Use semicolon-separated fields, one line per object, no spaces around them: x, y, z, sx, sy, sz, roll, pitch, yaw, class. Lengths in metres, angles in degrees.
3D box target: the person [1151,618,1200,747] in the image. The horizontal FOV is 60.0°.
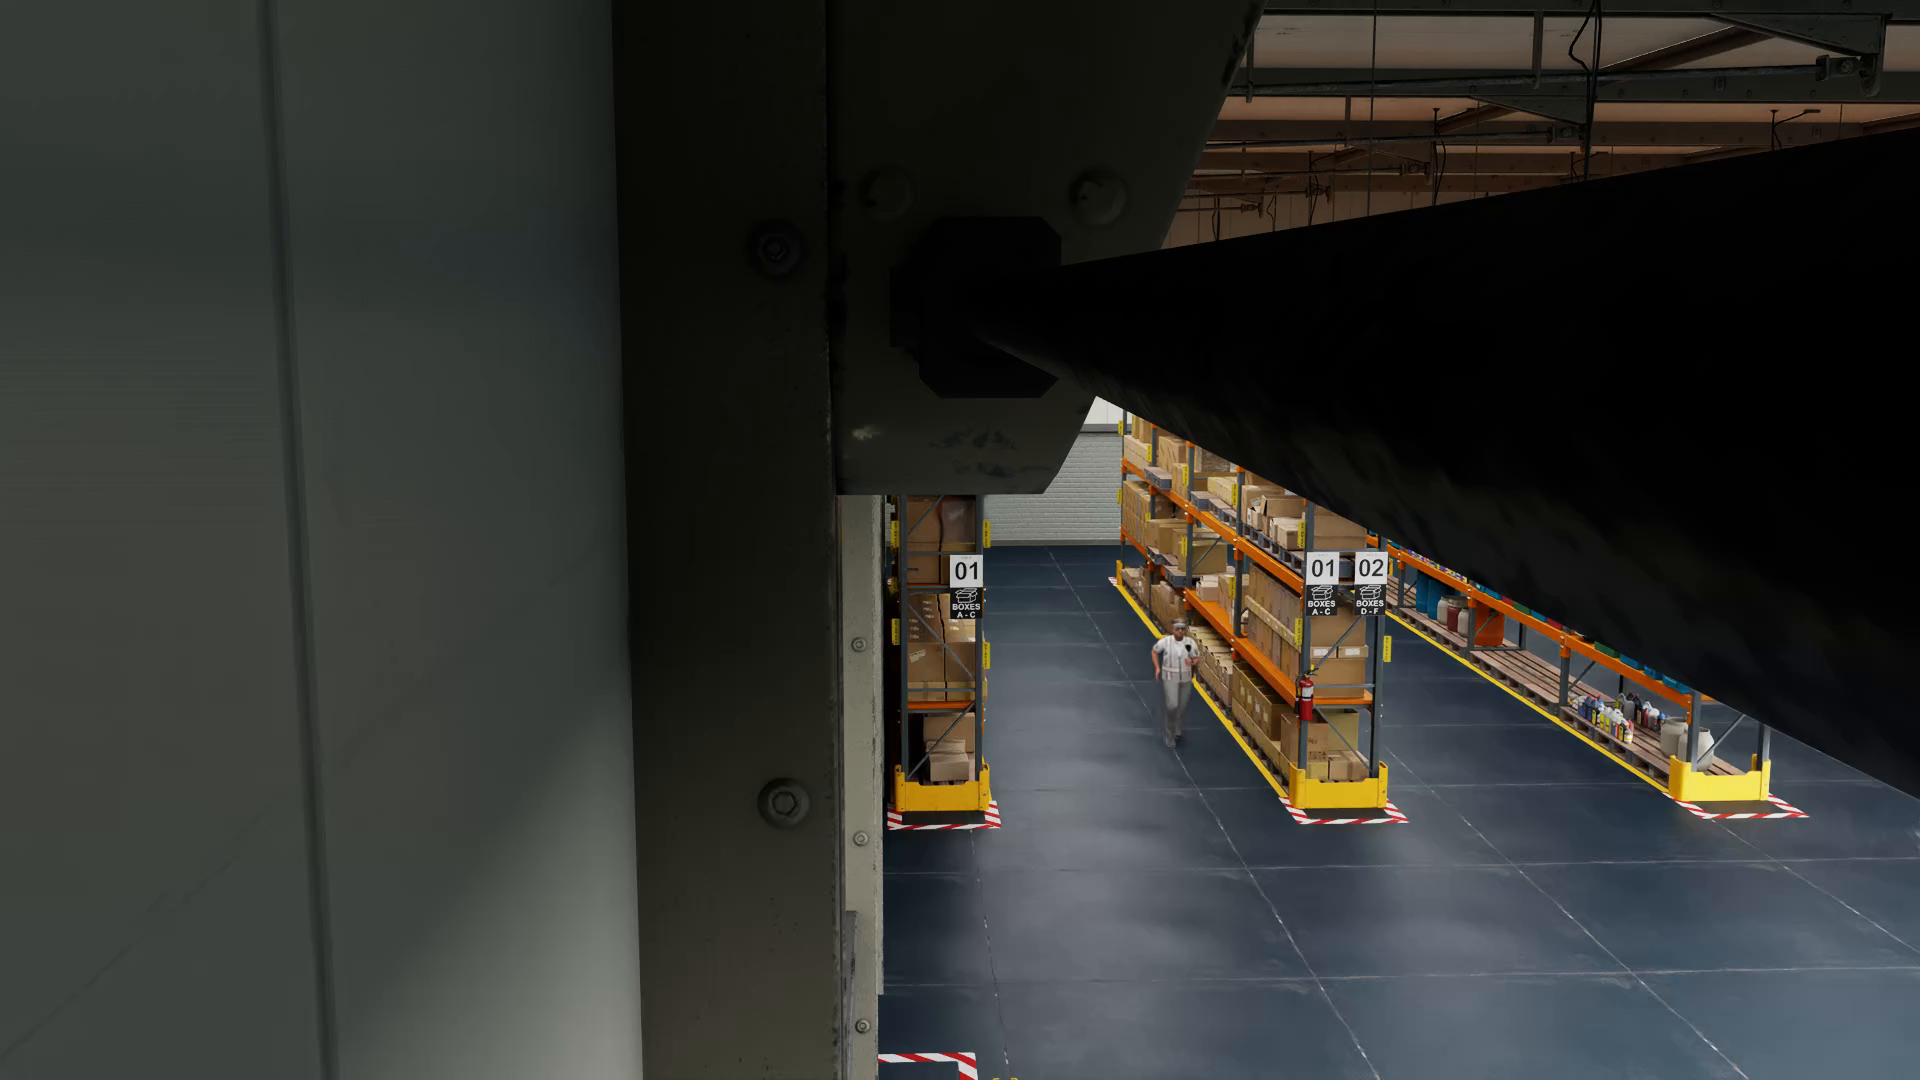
3.077;2.008;23.541;0.631;1.850;0.754;-1;9;-8;person
